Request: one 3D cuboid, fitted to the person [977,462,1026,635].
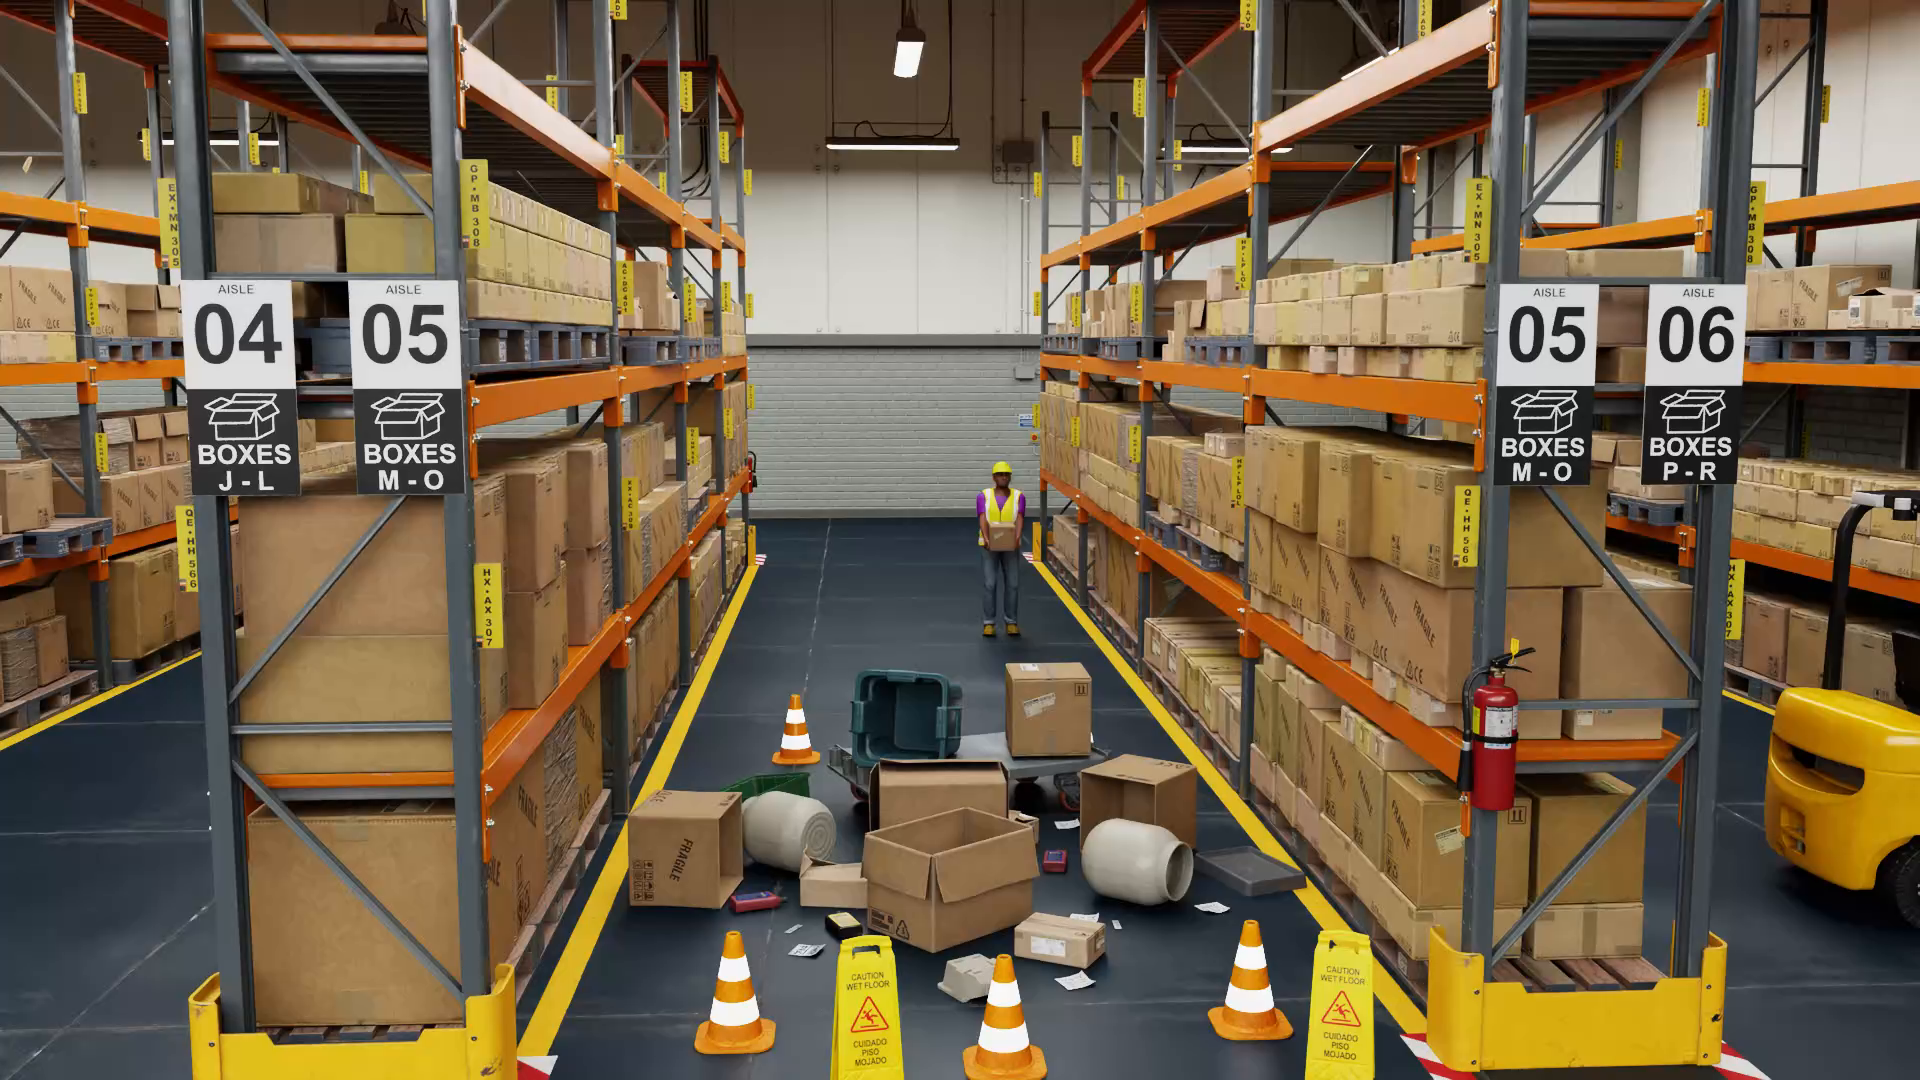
[{"bbox_3d":[0.427,0.091,16.909,0.503,1.760,0.577,0,7,-3],"label":"person"}]
